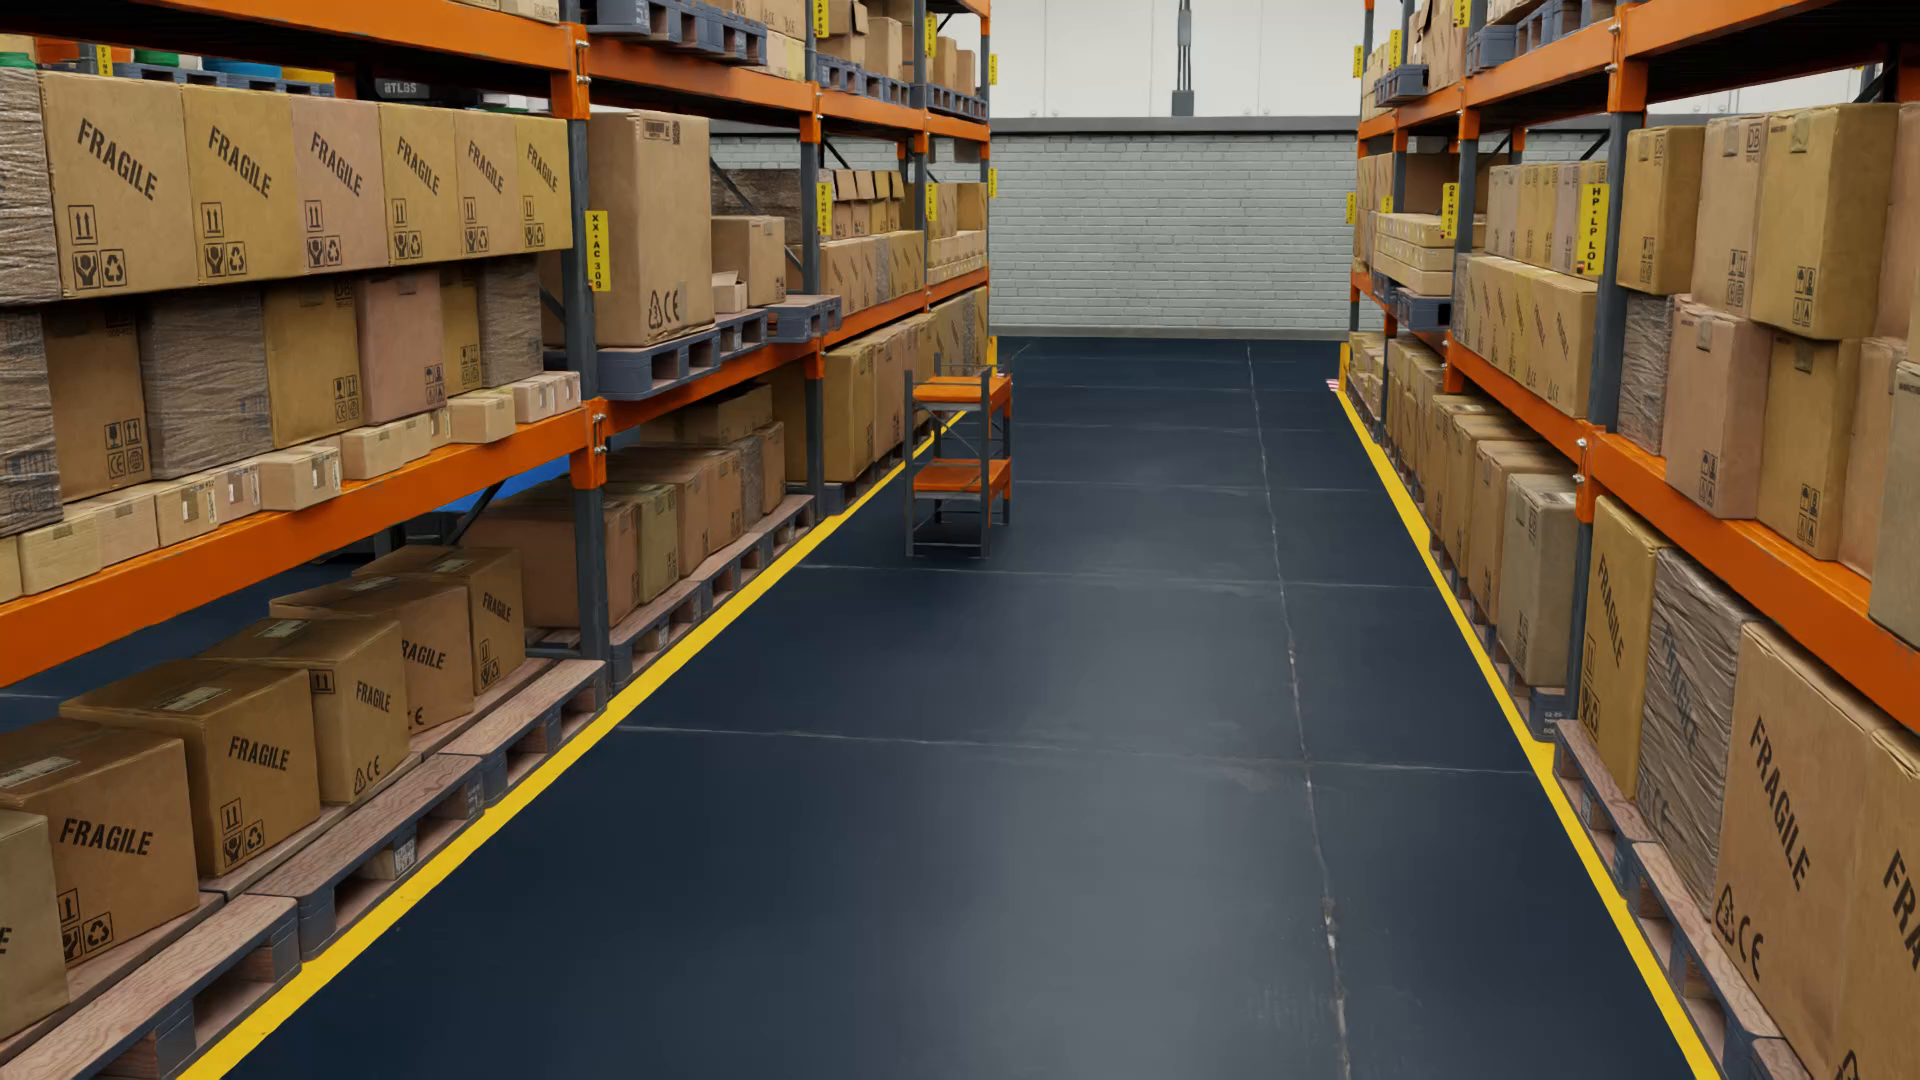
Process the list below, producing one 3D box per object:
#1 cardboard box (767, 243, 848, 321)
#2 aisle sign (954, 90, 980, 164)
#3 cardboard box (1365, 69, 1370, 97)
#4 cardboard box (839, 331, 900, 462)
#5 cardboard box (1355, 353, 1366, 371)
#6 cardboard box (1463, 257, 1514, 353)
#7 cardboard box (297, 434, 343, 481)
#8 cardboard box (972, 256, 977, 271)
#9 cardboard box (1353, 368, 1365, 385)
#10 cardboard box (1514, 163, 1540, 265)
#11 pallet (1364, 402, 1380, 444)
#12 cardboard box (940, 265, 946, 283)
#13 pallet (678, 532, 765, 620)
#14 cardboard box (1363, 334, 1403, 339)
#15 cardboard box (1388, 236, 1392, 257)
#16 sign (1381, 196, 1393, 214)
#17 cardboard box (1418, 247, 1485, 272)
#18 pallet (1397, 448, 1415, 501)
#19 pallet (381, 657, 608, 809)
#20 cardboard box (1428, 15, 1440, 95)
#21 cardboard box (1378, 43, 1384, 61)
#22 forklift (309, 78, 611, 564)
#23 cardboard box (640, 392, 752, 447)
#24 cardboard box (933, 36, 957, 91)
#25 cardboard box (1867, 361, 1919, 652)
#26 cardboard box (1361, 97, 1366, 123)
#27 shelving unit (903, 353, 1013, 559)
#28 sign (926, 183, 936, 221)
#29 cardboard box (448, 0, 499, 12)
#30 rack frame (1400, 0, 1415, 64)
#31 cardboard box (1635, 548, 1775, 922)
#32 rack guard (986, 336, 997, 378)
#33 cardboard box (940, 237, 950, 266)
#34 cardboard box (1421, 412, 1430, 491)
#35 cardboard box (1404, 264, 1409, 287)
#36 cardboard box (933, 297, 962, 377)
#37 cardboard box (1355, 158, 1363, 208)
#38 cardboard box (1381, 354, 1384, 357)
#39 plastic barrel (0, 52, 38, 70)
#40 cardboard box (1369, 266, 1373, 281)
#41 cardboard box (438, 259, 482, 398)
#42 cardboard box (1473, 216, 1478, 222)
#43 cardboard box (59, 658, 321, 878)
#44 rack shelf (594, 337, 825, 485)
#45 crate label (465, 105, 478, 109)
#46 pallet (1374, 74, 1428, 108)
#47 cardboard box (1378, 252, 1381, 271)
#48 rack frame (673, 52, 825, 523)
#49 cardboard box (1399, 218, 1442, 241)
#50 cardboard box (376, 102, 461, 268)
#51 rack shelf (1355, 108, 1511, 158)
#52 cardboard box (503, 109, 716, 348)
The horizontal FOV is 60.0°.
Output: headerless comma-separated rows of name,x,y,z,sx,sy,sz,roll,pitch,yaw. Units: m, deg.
cardboard box,-1.066,-1.751,11.261,0.500,0.500,0.500,2,12,10
aisle sign,0.129,-4.551,18.321,0.394,0.787,0.004,2,12,9
cardboard box,4.303,-4.539,16.485,0.500,0.250,0.500,2,12,8
cardboard box,-1.138,-1.105,12.546,1.225,0.875,0.875,2,12,9
cardboard box,4.178,-1.791,16.747,0.380,0.149,0.250,2,12,10
cardboard box,3.065,-1.286,9.105,0.500,0.500,0.500,2,12,8
cardboard box,-2.126,-0.239,5.077,0.380,0.149,0.250,2,12,9
cardboard box,-0.026,-2.909,17.468,0.380,0.149,0.250,2,12,10
cardboard box,4.171,-1.648,16.789,0.380,0.149,0.250,2,12,9
cardboard box,3.244,-1.660,8.467,0.700,0.500,0.500,2,12,8
pallet,4.160,-1.039,14.811,1.003,0.211,1.213,2,12,9
cardboard box,-0.340,-2.480,15.477,0.380,0.149,0.250,2,12,11
pallet,-1.721,0.169,9.207,1.003,0.211,1.213,2,12,9
cardboard box,4.367,-2.037,17.181,0.380,0.149,0.250,2,12,10
cardboard box,3.421,-2.203,12.491,0.380,0.149,0.250,2,12,11
sign,3.554,-2.700,13.846,0.100,0.325,0.005,2,12,9
cardboard box,3.102,-1.774,10.496,0.380,0.149,0.250,2,12,10
pallet,3.788,-0.481,12.223,1.003,0.211,1.213,2,12,9
pallet,-2.093,0.727,6.619,1.003,0.211,1.213,2,12,9
cardboard box,3.458,-3.279,11.230,0.500,0.500,0.500,2,12,9
cardboard box,4.062,-4.490,15.313,0.380,0.149,0.250,2,12,8
forklift,-3.733,-1.403,10.048,3.031,2.935,1.130,0,12,-2
cardboard box,-1.554,-0.718,9.816,0.500,0.250,0.500,3,13,15
cardboard box,-0.425,-4.593,16.093,0.700,0.500,0.500,2,12,11
cardboard box,2.321,-0.030,3.156,0.875,0.550,0.550,2,12,9
cardboard box,4.385,-4.401,17.032,0.500,0.250,0.500,2,12,11
shelving unit,0.001,-0.551,10.381,0.538,1.125,1.048,2,12,9
sign,-0.256,-2.954,14.521,0.100,0.325,0.005,2,12,9
cardboard box,-1.927,-1.958,5.697,0.500,0.250,0.500,2,12,10
rack frame,4.091,-5.193,13.231,1.000,3.000,0.127,2,12,9
cardboard box,2.560,0.554,4.847,0.875,0.875,0.875,2,12,9
rack guard,-0.175,-2.058,18.857,1.175,0.500,0.348,2,12,9
cardboard box,-0.381,-2.707,15.585,0.500,0.250,0.500,2,12,8
cardboard box,3.319,-0.557,10.894,0.500,0.500,0.500,2,12,8
cardboard box,3.219,-1.785,11.256,0.380,0.149,0.250,2,12,8
cardboard box,-0.475,-1.931,16.381,0.875,0.875,0.875,2,12,9
cardboard box,4.375,-3.692,17.186,0.500,0.500,0.500,2,12,8
cardboard box,4.037,-1.604,15.173,0.380,0.149,0.250,2,12,11
plastic barrel,-6.291,-3.108,11.042,0.294,0.245,0.294,0,12,0
cardboard box,4.073,-2.533,15.722,0.380,0.149,0.250,2,12,10
cardboard box,-2.266,-0.777,6.035,0.875,0.500,0.500,2,12,9
cardboard box,4.100,-2.380,12.603,0.380,0.149,0.250,2,12,8
cardboard box,-2.354,0.687,5.120,0.500,0.500,0.500,3,13,14
rack shelf,-1.717,-0.842,8.987,1.077,0.370,4.000,2,12,9
crate label,-5.534,-4.648,18.172,0.408,0.251,0.502,2,12,9
pallet,3.891,-3.510,12.987,1.213,0.211,1.003,2,12,9
cardboard box,3.540,-2.218,13.266,0.380,0.149,0.250,2,12,10
rack frame,-1.409,-1.610,10.843,1.000,3.000,0.127,2,12,9
cardboard box,3.300,-2.187,11.710,0.380,0.149,0.250,2,12,11
cardboard box,-1.975,-1.149,5.390,0.500,0.500,0.500,2,12,9
rack shelf,4.399,-3.792,15.555,1.077,0.370,4.000,2,12,9
cardboard box,-1.764,-1.437,7.618,1.000,1.000,1.000,2,12,9
